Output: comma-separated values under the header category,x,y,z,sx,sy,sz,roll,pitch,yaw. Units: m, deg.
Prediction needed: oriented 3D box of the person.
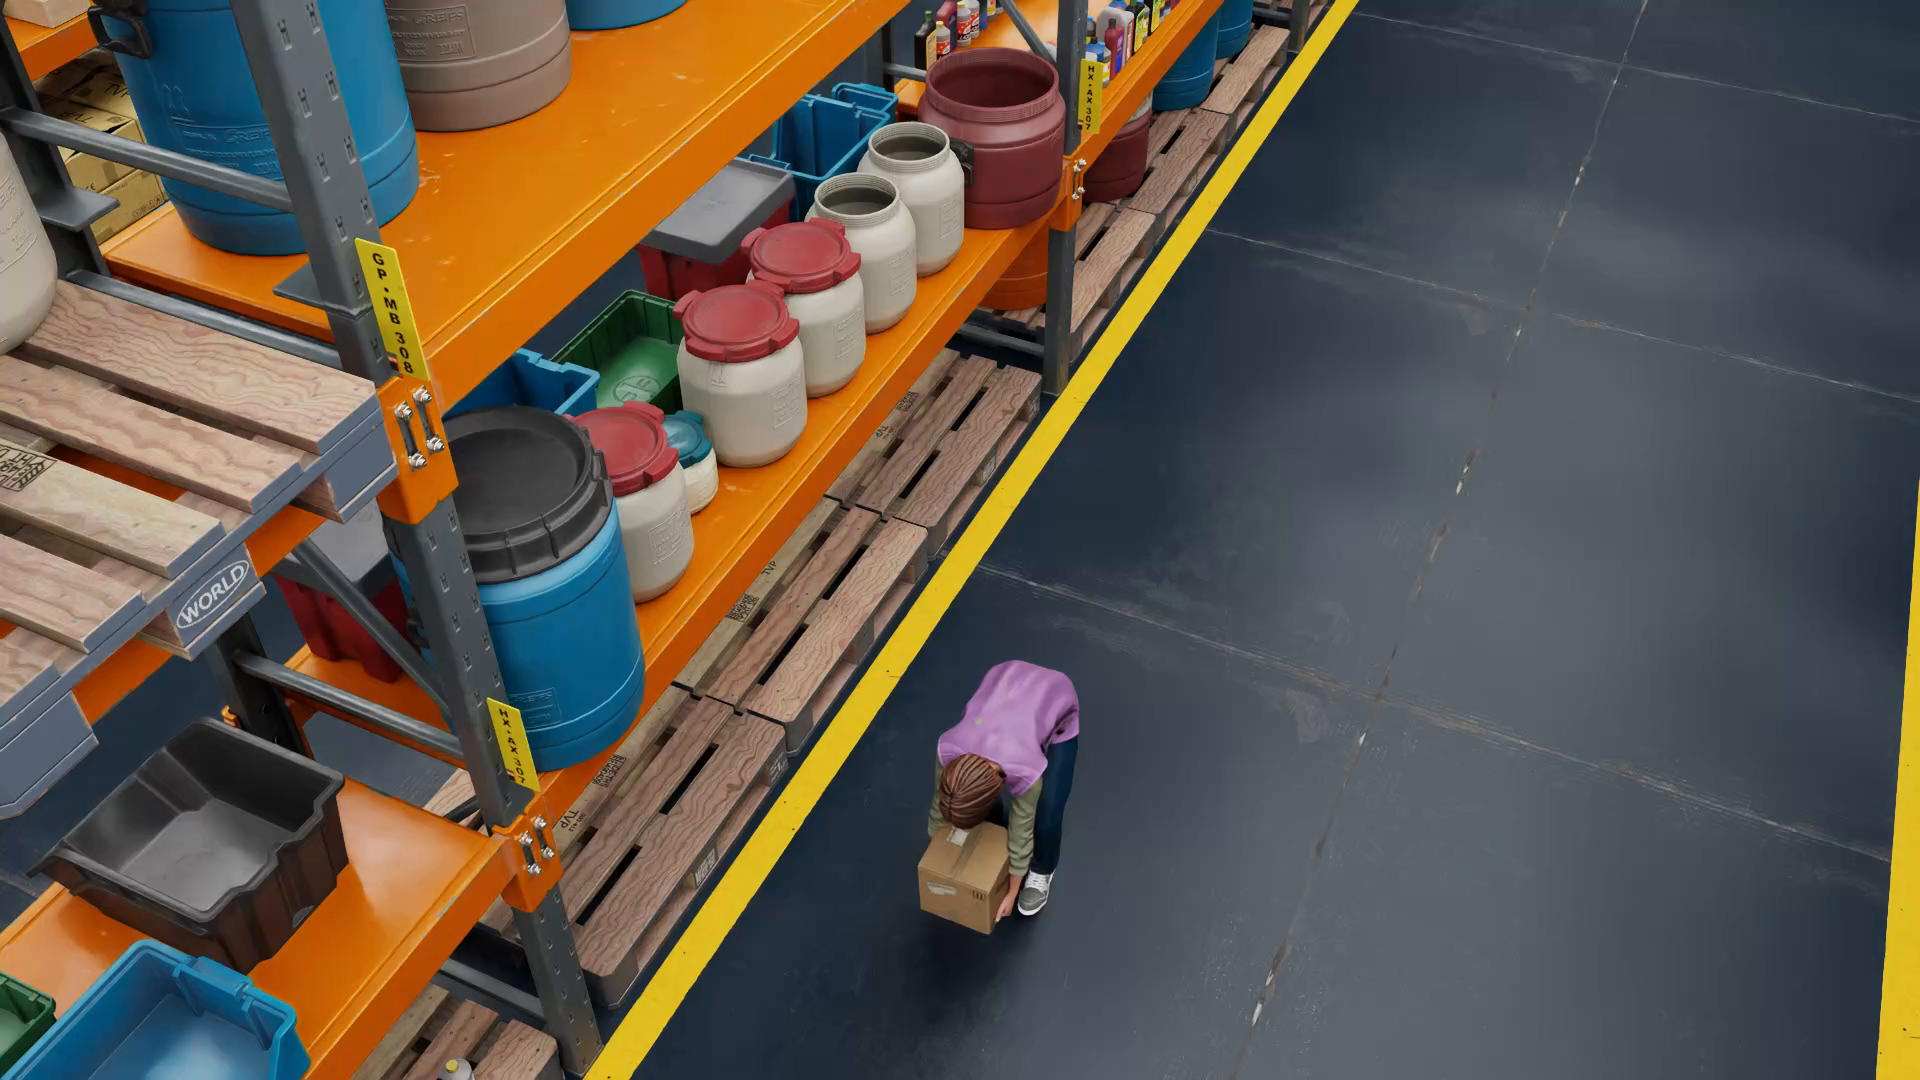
category,x,y,z,sx,sy,sz,roll,pitch,yaw
person,0.129,0.898,5.543,0.397,1.122,0.842,16,45,17
